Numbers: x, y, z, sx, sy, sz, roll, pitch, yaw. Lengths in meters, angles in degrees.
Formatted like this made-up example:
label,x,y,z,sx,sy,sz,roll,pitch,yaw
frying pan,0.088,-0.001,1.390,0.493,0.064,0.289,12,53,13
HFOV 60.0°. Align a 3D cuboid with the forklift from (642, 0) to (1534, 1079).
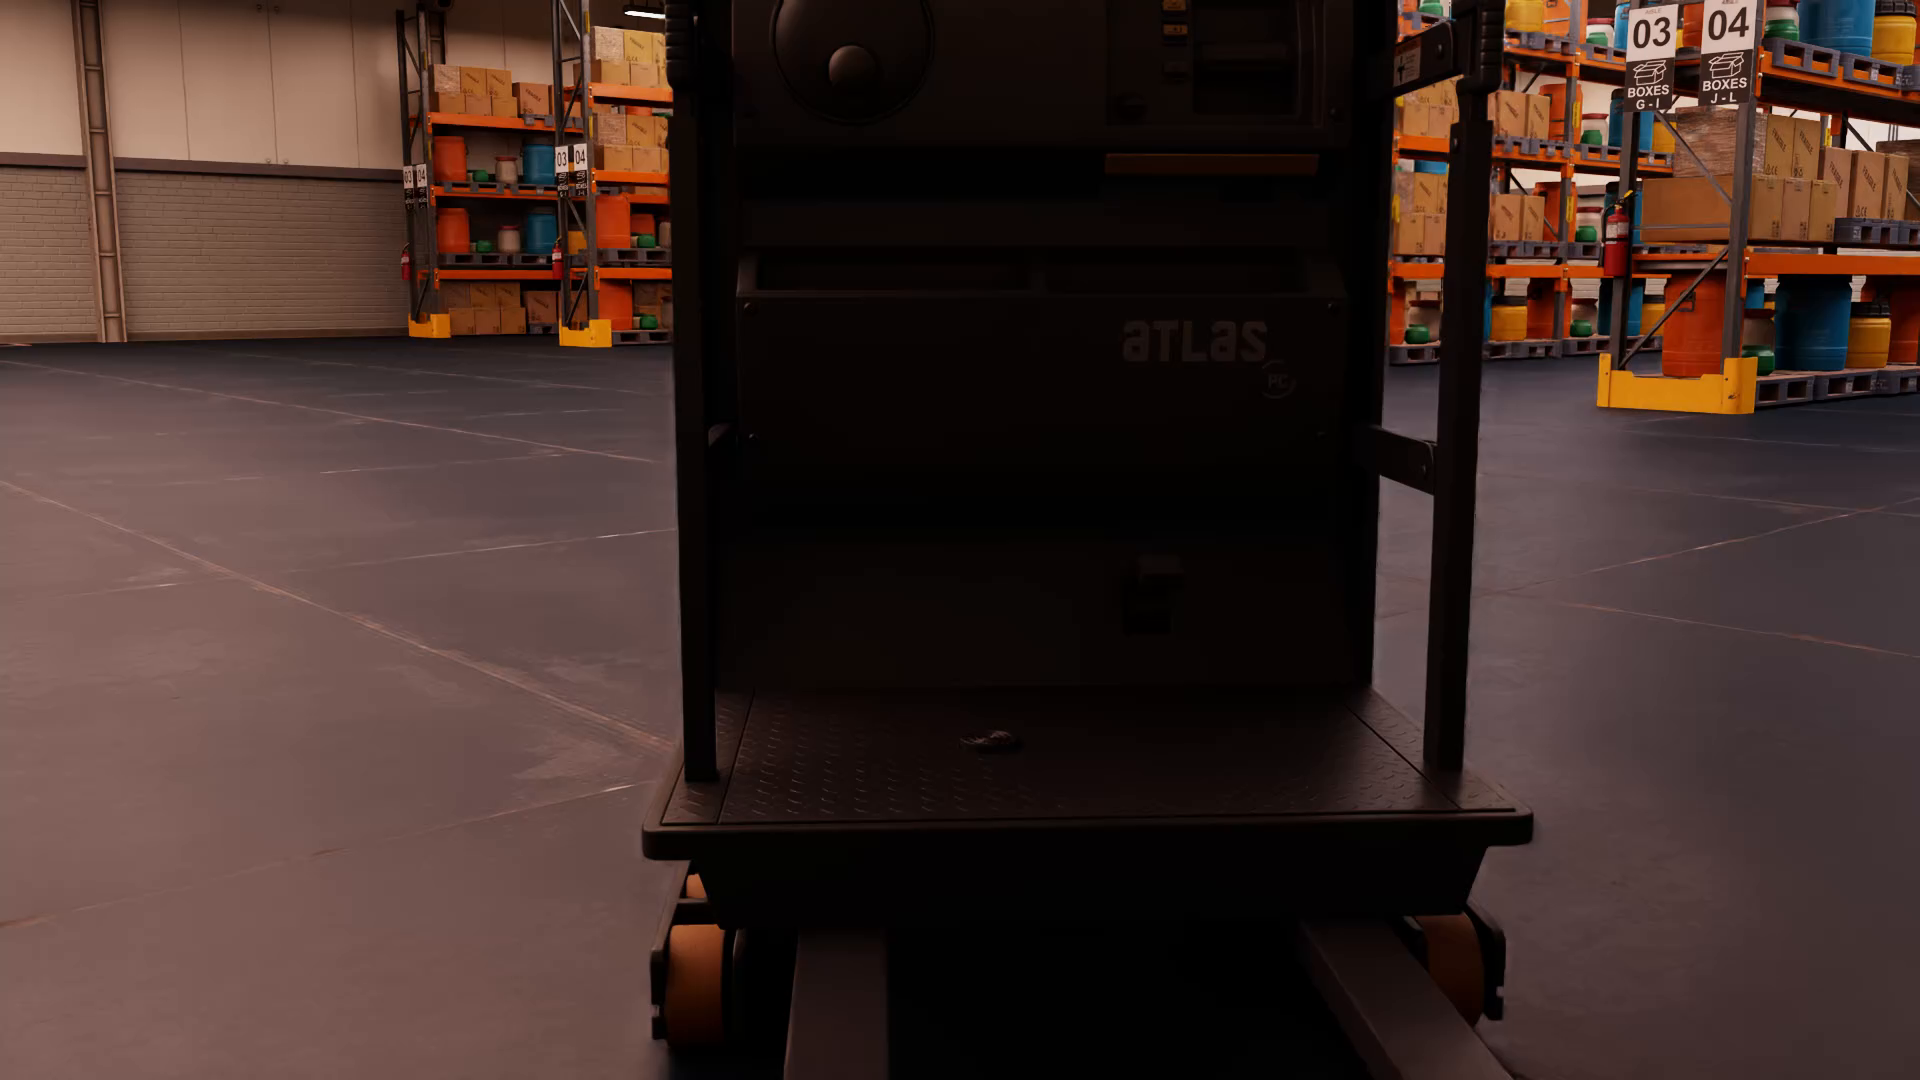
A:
label,x,y,z,sx,sy,sz,roll,pitch,yaw
forklift,0.139,-0.827,2.298,1.130,2.935,3.031,0,9,-3
